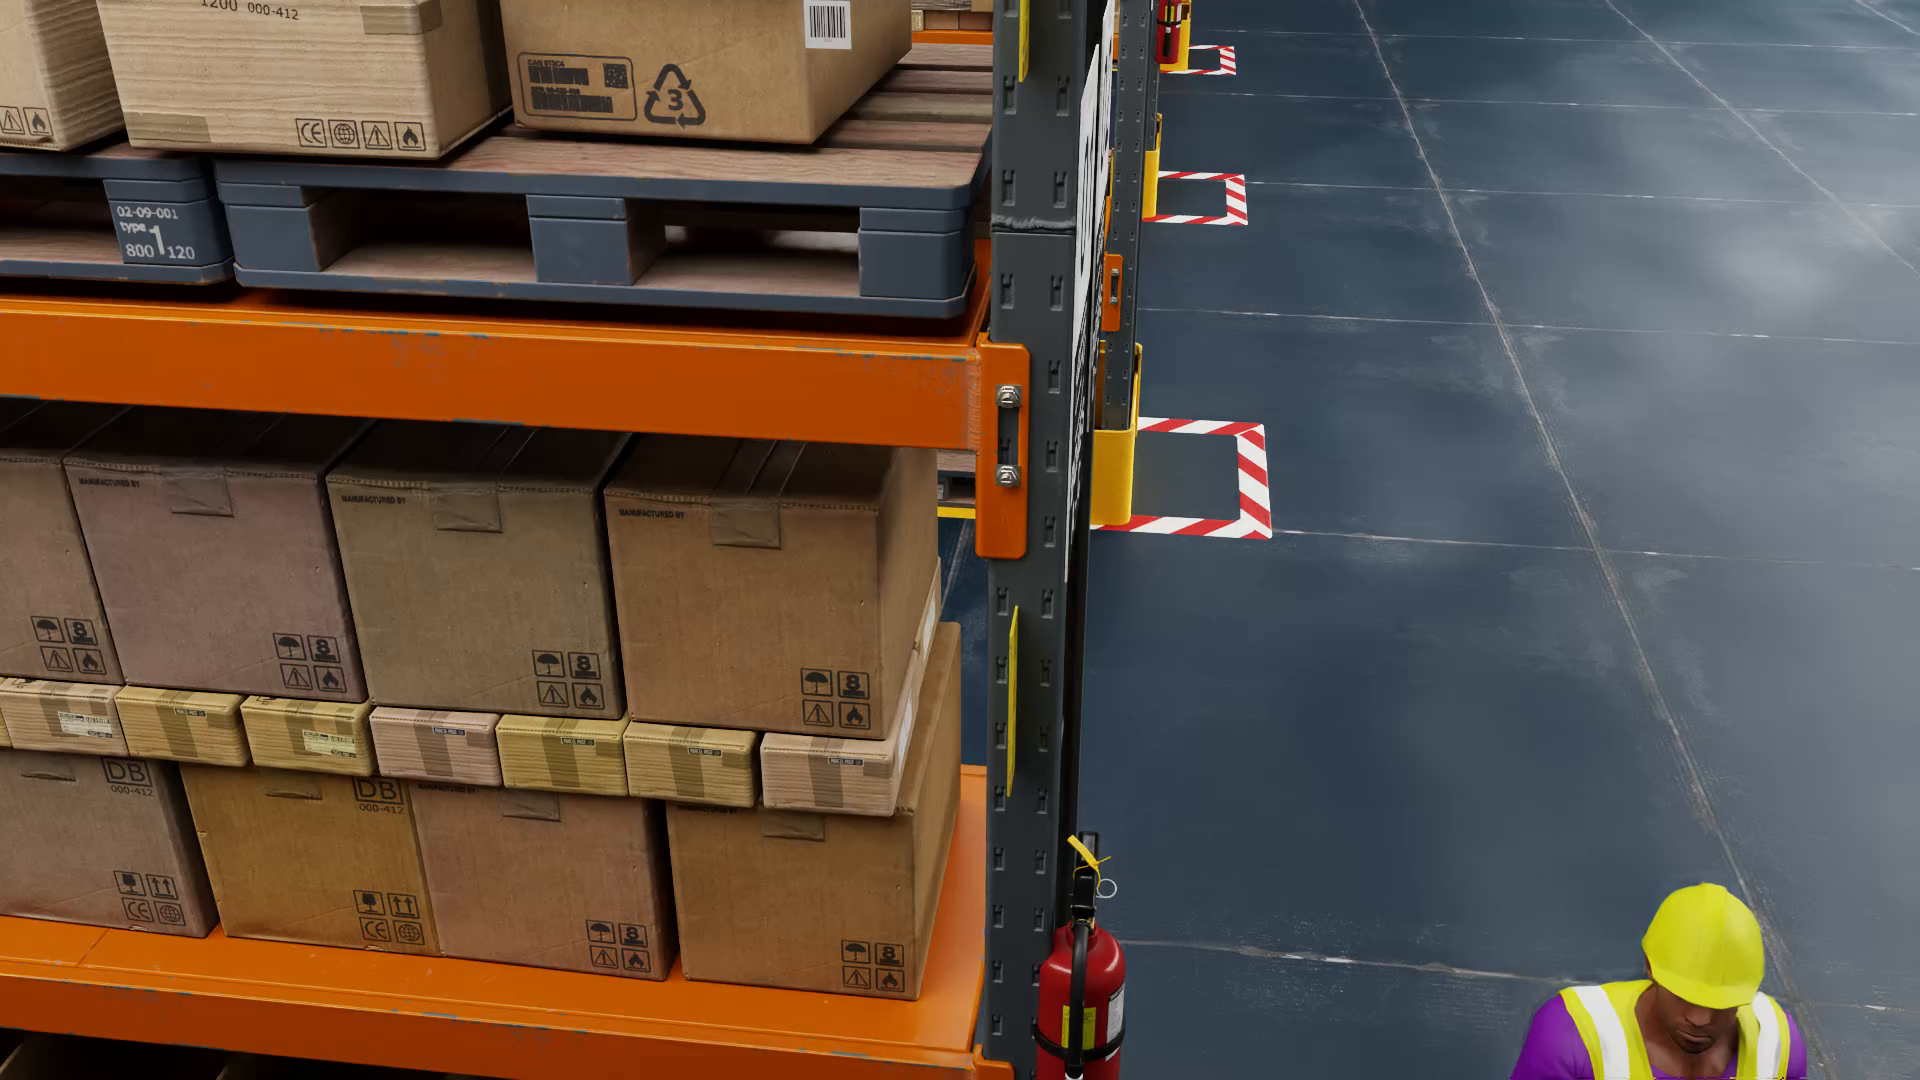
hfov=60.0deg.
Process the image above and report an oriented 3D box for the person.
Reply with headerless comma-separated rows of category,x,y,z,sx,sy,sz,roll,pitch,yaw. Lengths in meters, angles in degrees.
person,1.366,1.471,3.330,0.612,1.747,0.851,4,28,7
